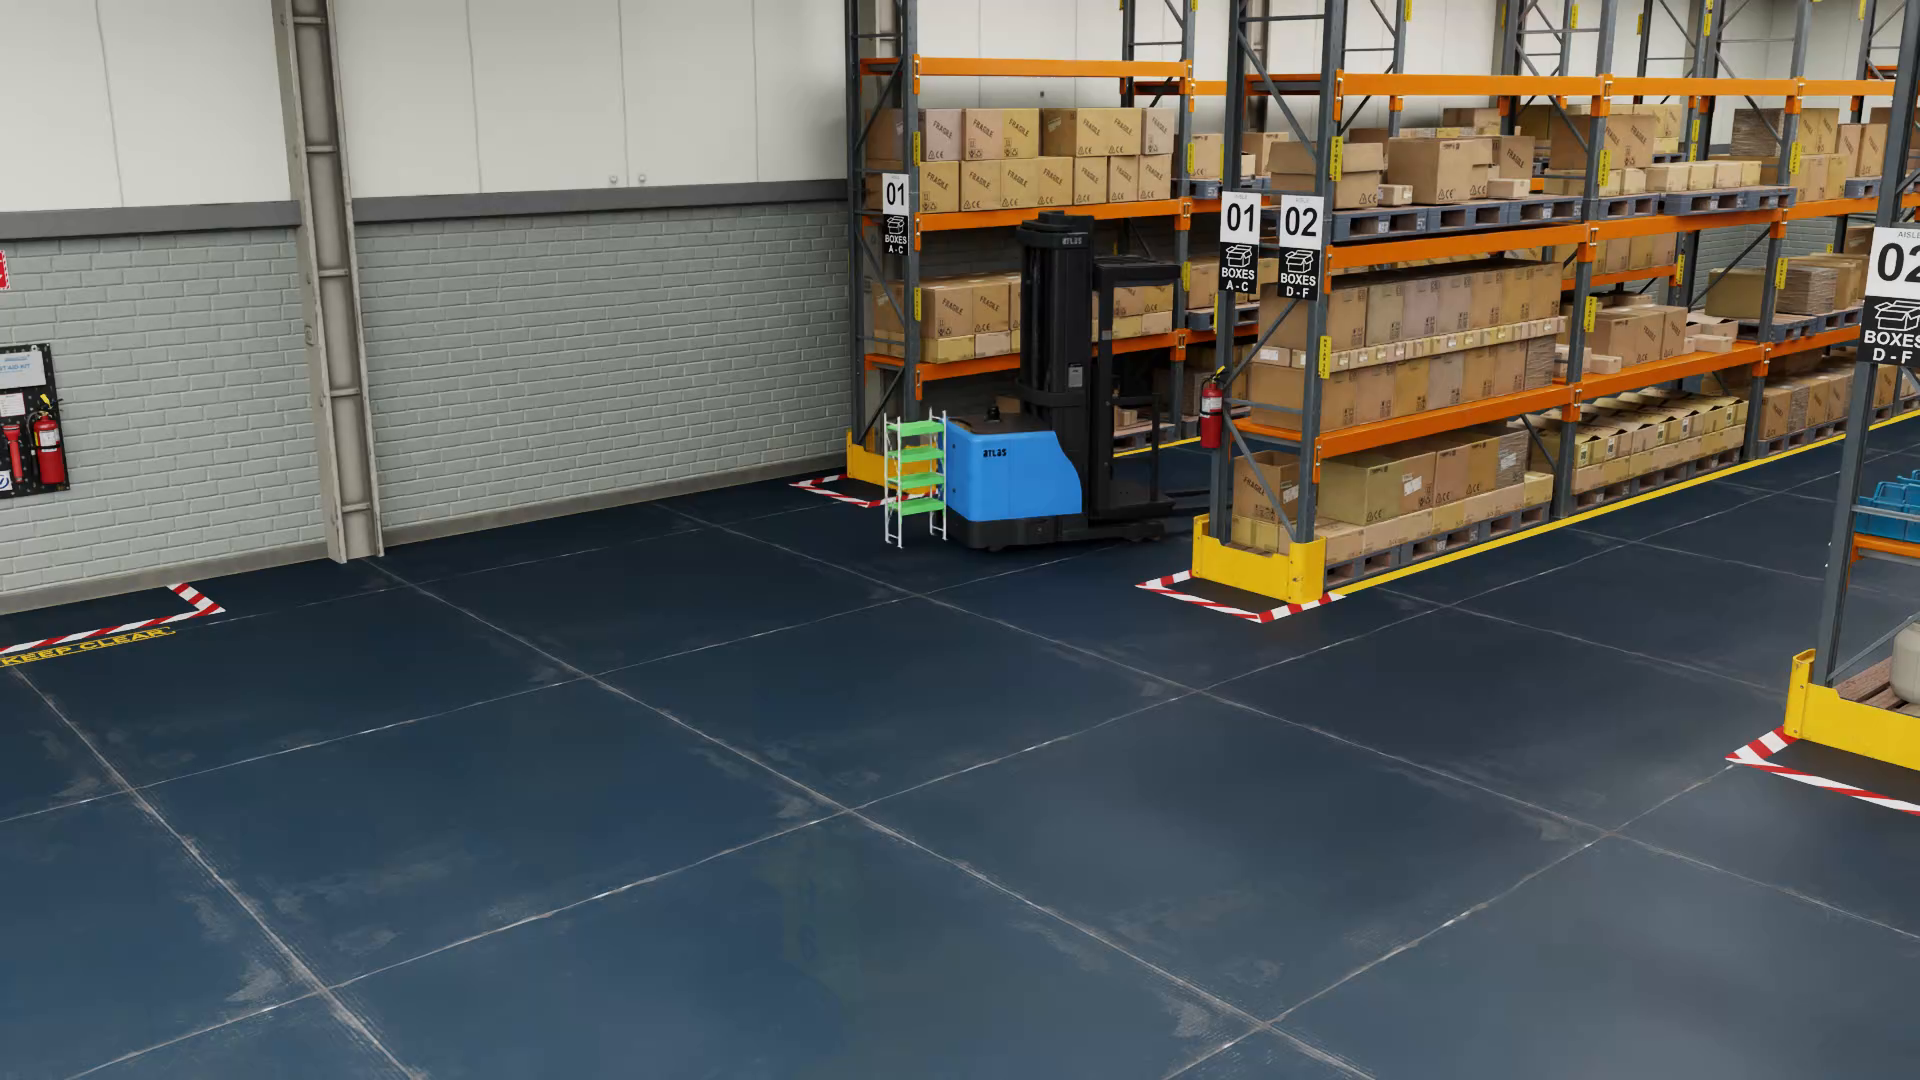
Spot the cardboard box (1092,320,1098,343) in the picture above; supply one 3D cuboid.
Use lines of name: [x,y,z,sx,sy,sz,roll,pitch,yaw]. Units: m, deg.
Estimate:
cardboard box: [1.330,-2.341,18.454,0.500,0.250,0.500,-13,20,-40]

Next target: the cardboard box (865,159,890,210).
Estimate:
cardboard box: [-0.630,-3.664,17.108,0.500,0.500,0.500,-11,18,-35]

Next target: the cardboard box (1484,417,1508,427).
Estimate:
cardboard box: [4.938,-0.970,16.128,0.500,0.500,0.500,-13,19,-39]

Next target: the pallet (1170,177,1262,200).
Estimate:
pallet: [2.774,-4.156,19.550,1.003,0.211,1.213,-13,19,-39]

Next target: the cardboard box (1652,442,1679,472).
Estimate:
cardboard box: [7.120,-0.906,17.342,0.500,0.250,0.500,-12,19,-38]

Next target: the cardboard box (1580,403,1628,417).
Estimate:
cardboard box: [6.758,-1.278,17.650,0.500,0.311,0.500,-13,20,-40]

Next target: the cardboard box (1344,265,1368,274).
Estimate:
cardboard box: [4.908,-3.571,21.760,0.700,0.500,0.500,13,20,40]

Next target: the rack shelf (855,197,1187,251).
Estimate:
rack shelf: [0.730,-3.477,18.036,4.000,0.370,1.077,-13,19,-39]

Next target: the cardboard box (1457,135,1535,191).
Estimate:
cardboard box: [4.940,-3.484,15.391,0.500,0.500,0.500,-11,18,-35]

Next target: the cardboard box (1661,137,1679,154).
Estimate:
cardboard box: [10.913,-6.199,26.116,0.500,0.250,0.500,-12,19,-38]

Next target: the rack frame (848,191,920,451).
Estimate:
rack frame: [-0.779,-2.037,17.062,0.127,3.000,1.000,-13,19,-39]

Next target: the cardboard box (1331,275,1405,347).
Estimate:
cardboard box: [3.269,-1.924,13.931,0.500,0.500,0.700,-13,20,-41]

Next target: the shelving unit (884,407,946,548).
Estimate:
shelving unit: [-0.403,-0.569,15.057,0.503,1.200,0.258,-10,18,-34]

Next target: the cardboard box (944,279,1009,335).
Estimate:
cardboard box: [0.158,-2.440,17.372,0.500,0.500,0.500,-13,19,-39]

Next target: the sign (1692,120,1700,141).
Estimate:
sign: [11.637,-6.478,26.314,0.005,0.325,0.100,-13,19,-39]

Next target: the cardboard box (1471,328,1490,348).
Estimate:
cardboard box: [4.470,-1.810,14.761,0.250,0.149,0.380,-12,19,-38]

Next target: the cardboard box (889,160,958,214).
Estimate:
cardboard box: [-0.363,-3.552,16.689,0.500,0.500,0.500,-12,19,-38]

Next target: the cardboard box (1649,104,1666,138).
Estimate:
cardboard box: [10.533,-6.477,25.705,0.500,0.500,0.500,-12,19,-38]

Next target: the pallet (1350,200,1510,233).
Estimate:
pallet: [3.947,-2.802,14.285,1.213,0.211,1.003,-13,19,-39]

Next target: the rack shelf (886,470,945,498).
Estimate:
rack shelf: [-0.403,-0.508,15.073,0.480,0.148,0.258,-10,18,-34]

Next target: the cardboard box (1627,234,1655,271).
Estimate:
cardboard box: [10.371,-4.678,26.370,0.700,0.700,0.980,-13,20,-40]

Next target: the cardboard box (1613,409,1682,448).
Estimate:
cardboard box: [7.127,-1.178,17.275,0.500,0.311,0.500,-12,19,-38]

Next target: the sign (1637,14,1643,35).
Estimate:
sign: [10.931,-8.282,26.702,0.005,0.325,0.100,-13,19,-39]

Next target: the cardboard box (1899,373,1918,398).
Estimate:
cardboard box: [11.987,-2.048,21.463,0.500,0.311,0.500,-13,19,-39]

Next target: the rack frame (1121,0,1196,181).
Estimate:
rack frame: [2.239,-5.613,18.824,0.127,3.000,1.000,-13,19,-39]

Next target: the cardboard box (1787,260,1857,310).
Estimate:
cardboard box: [10.236,-3.045,19.832,0.700,0.500,0.500,10,18,33]

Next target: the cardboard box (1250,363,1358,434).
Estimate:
cardboard box: [2.836,-1.198,13.728,0.500,0.500,0.700,-13,19,-39]

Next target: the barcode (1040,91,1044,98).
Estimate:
barcode: [0.908,-4.929,18.398,0.075,0.075,0.001,-13,19,-39]

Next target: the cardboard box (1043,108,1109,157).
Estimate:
cardboard box: [1.245,-4.381,17.857,0.500,0.500,0.500,-14,20,-41]

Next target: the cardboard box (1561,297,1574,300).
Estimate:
cardboard box: [9.645,-3.720,26.136,0.250,0.149,0.380,-13,20,-40]

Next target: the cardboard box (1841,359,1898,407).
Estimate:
cardboard box: [11.344,-1.971,20.808,0.500,0.500,0.500,-13,20,-40]

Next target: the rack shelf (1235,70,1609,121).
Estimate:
rack shelf: [3.984,-3.769,14.092,4.000,0.370,1.077,-13,19,-39]

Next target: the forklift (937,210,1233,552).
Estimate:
forklift: [1.356,-1.520,15.260,3.031,2.935,1.130,-5,16,-18]

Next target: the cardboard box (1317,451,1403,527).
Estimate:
cardboard box: [3.402,-0.442,14.154,0.500,0.500,0.500,-13,19,-39]

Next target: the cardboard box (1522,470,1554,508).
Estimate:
cardboard box: [5.287,-0.504,15.838,0.500,0.250,0.500,-13,19,-39]

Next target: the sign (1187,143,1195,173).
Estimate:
sign: [2.600,-4.309,18.754,0.005,0.325,0.100,-13,19,-39]

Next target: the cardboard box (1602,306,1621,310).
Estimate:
cardboard box: [10.072,-3.434,26.324,0.500,0.500,0.700,-13,20,-41]

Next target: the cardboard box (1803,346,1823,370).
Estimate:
cardboard box: [10.249,-2.269,20.470,0.500,0.250,0.500,-13,19,-39]

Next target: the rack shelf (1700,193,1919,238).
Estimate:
rack shelf: [10.019,-3.868,19.501,4.000,0.370,1.077,-13,19,-39]

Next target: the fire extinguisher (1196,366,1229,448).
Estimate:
fire extinguisher: [2.082,-1.106,13.727,0.183,0.674,0.296,-13,19,-39]

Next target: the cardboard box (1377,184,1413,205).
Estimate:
cardboard box: [3.479,-2.836,13.644,0.250,0.149,0.380,-13,19,-39]

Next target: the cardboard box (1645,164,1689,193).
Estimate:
cardboard box: [6.976,-3.642,16.737,0.500,0.250,0.500,14,20,42]

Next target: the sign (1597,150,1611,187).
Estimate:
sign: [5.859,-3.380,15.123,0.005,0.325,0.100,-13,19,-39]

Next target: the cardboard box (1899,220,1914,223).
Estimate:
cardboard box: [12.885,-4.031,22.396,0.500,0.500,0.500,-13,20,-40]

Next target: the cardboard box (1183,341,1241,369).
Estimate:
cardboard box: [3.113,-2.285,20.528,0.500,0.250,0.500,-13,20,-41]

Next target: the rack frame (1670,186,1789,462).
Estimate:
rack frame: [8.511,-2.428,18.527,0.127,3.000,1.000,-13,19,-39]

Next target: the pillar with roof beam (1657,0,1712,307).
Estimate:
pillar with roof beam: [15.586,-7.433,25.640,0.400,9.000,9.100,-13,19,-39]

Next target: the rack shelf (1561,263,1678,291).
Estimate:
rack shelf: [9.782,-4.061,26.033,4.000,0.370,1.077,-13,19,-39]

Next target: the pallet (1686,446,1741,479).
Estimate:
pallet: [7.864,-0.949,18.394,1.213,0.211,1.003,-13,19,-39]

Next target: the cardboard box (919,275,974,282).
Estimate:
cardboard box: [-0.177,-2.541,17.748,0.500,0.500,0.500,-12,19,-39]

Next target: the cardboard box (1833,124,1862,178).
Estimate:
cardboard box: [10.095,-4.557,19.483,0.600,0.600,0.600,-14,20,-41]

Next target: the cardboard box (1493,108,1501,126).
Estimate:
cardboard box: [7.524,-6.018,23.656,0.500,0.250,0.500,-11,18,-35]

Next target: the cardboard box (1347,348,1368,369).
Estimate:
cardboard box: [3.110,-1.504,13.618,0.250,0.149,0.380,-13,20,-41]

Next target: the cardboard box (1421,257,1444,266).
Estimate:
cardboard box: [6.192,-3.713,22.528,0.500,0.500,0.500,-12,19,-38]

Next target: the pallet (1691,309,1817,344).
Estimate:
pallet: [8.976,-2.464,19.033,1.003,0.211,1.213,-13,19,-39]

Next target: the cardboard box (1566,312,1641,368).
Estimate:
cardboard box: [6.481,-2.015,16.787,0.500,0.500,0.500,-11,18,-35]

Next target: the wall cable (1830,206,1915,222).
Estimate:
wall cable: [15.792,-7.034,30.162,0.112,2.526,3.097,-13,19,-39]
